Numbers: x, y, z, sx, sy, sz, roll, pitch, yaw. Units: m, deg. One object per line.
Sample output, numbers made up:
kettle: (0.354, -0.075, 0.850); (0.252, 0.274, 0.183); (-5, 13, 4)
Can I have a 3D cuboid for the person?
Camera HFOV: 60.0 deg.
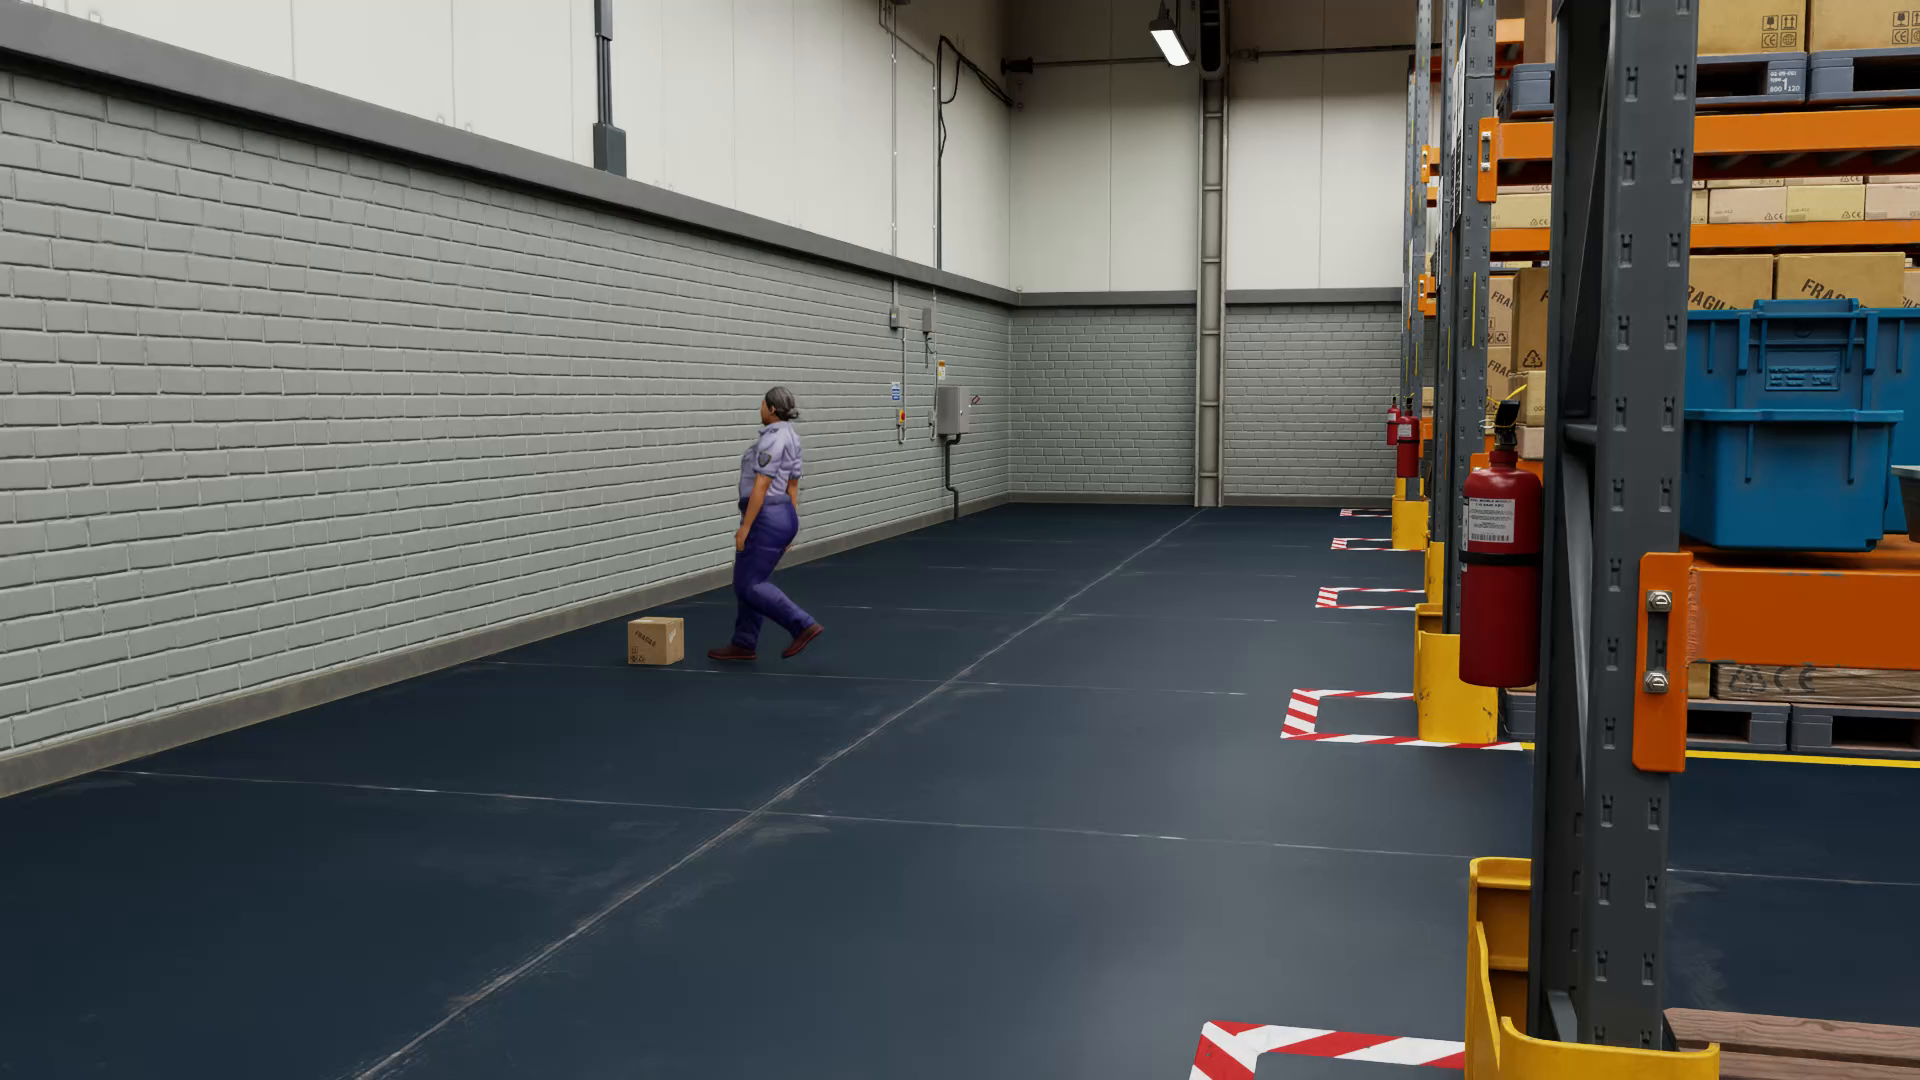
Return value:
person: (-1.153, -0.082, 9.714); (0.756, 1.615, 0.483); (1, 5, 8)
